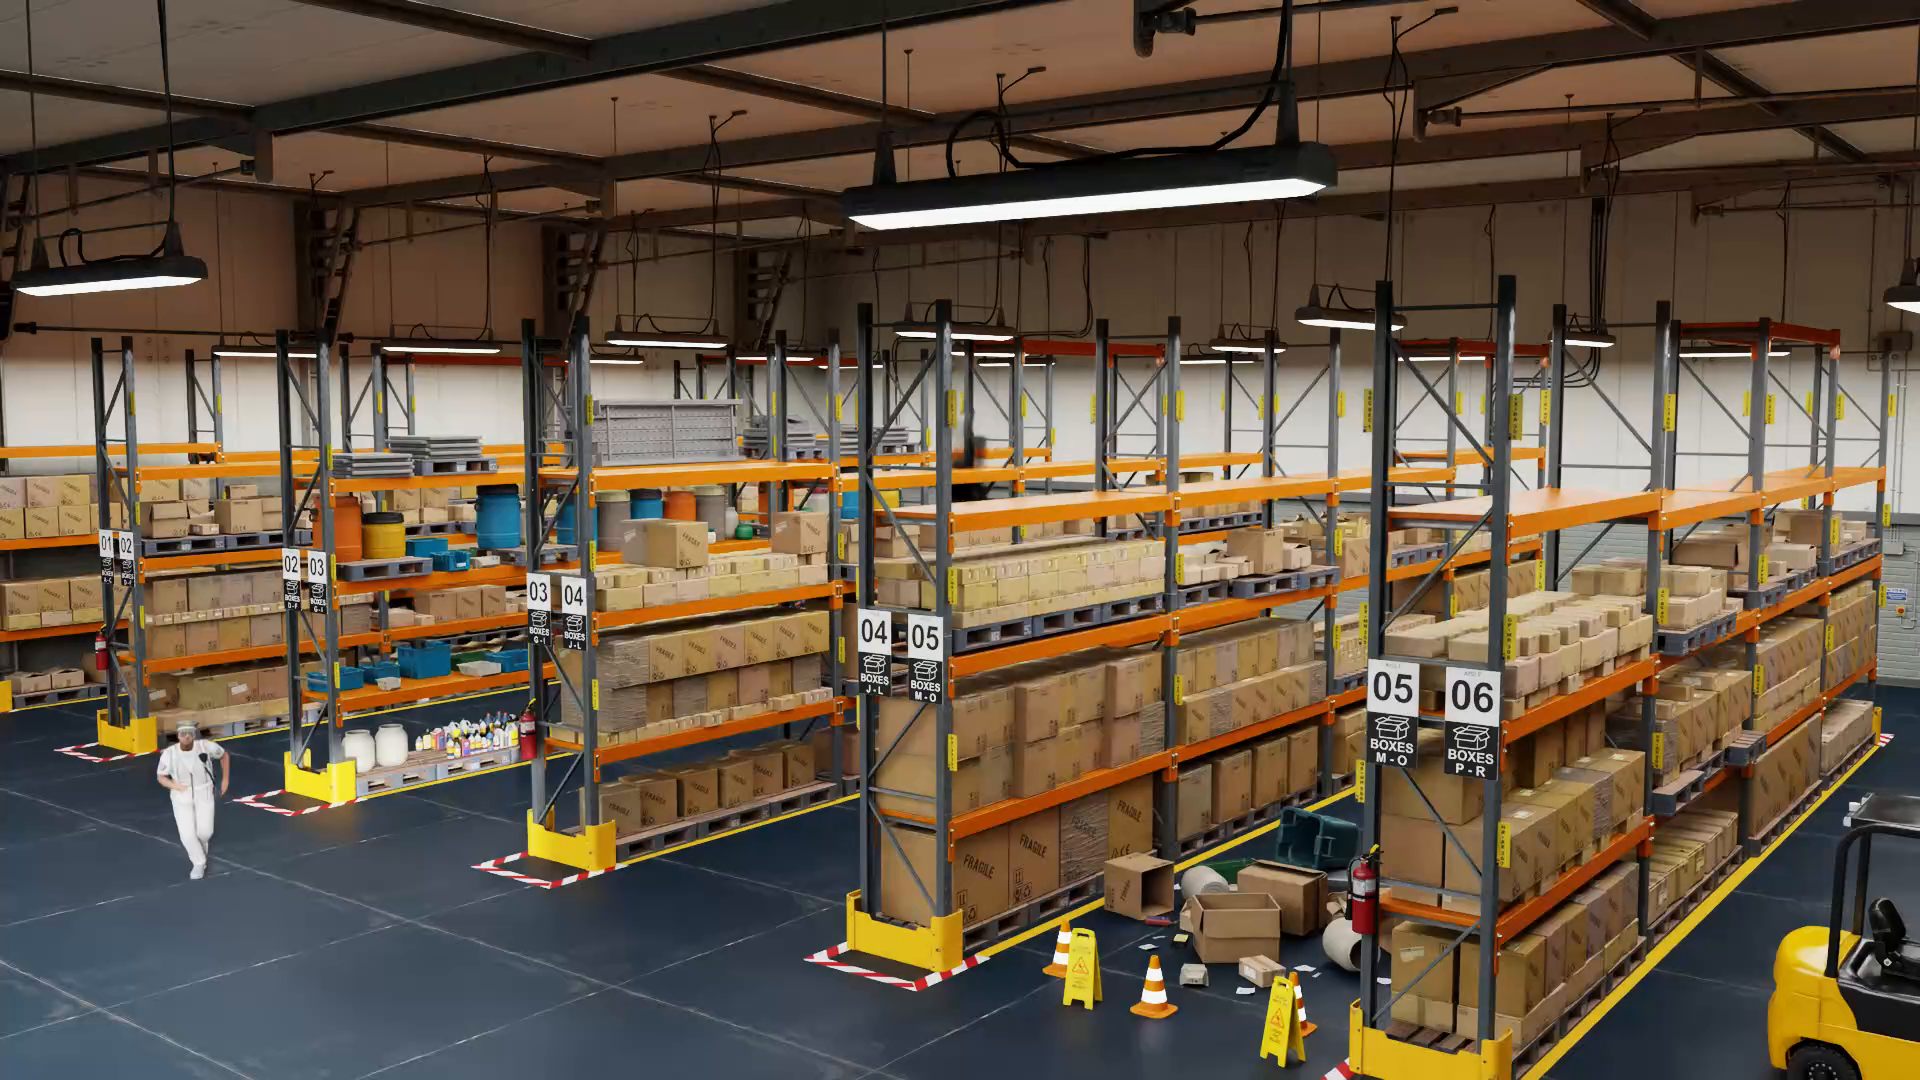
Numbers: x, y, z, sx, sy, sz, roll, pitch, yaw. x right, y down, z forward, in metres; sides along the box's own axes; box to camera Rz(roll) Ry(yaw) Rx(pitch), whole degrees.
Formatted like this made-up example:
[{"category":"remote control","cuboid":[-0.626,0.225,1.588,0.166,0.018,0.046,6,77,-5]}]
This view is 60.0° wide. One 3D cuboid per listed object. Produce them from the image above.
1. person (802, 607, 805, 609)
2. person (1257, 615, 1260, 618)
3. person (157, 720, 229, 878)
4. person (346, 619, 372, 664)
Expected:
[{"category":"person","cuboid":[-2.408,1.854,25.303,0.566,1.653,0.549,2,5,23]},{"category":"person","cuboid":[4.655,2.041,25.845,0.672,1.785,0.720,3,6,28]},{"category":"person","cuboid":[-8.196,2.764,17.812,0.706,1.735,0.672,-2,6,-25]},{"category":"person","cuboid":[-10.646,1.787,29.257,0.567,1.676,0.899,3,6,33]}]
